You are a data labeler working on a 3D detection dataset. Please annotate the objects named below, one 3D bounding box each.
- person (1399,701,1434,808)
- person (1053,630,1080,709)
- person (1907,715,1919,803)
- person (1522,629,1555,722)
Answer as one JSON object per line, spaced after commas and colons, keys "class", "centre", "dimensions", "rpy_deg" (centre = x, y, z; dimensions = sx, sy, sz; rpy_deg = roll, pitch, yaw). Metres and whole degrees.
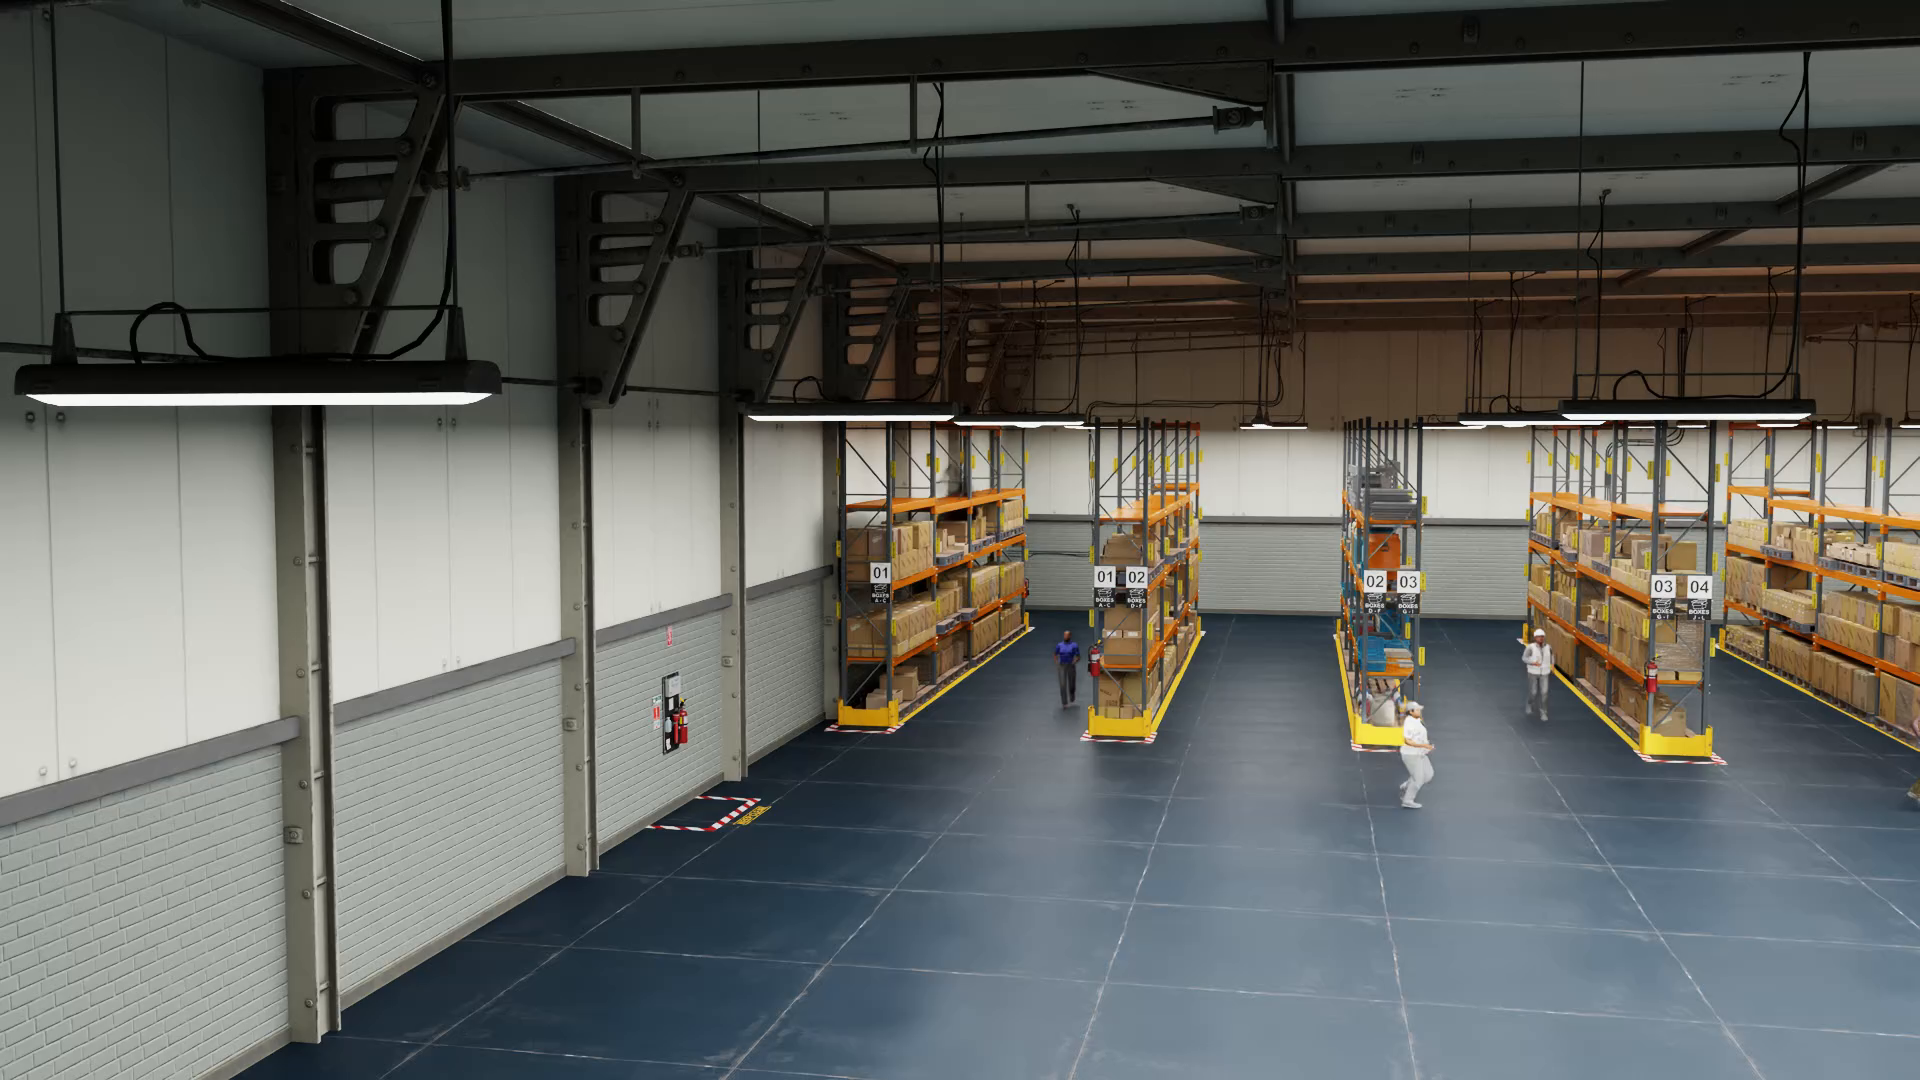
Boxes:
{"class": "person", "centre": [6.952, 3.265, 25.312], "dimensions": [0.557, 1.621, 0.598], "rpy_deg": [2, 4, 29]}
{"class": "person", "centre": [2.211, 2.674, 34.555], "dimensions": [0.580, 1.607, 0.701], "rpy_deg": [1, 4, 8]}
{"class": "person", "centre": [14.714, 3.199, 25.002], "dimensions": [0.680, 1.832, 0.903], "rpy_deg": [-3, 5, -38]}
{"class": "person", "centre": [11.569, 2.676, 33.253], "dimensions": [0.676, 1.804, 0.852], "rpy_deg": [0, 4, 3]}
